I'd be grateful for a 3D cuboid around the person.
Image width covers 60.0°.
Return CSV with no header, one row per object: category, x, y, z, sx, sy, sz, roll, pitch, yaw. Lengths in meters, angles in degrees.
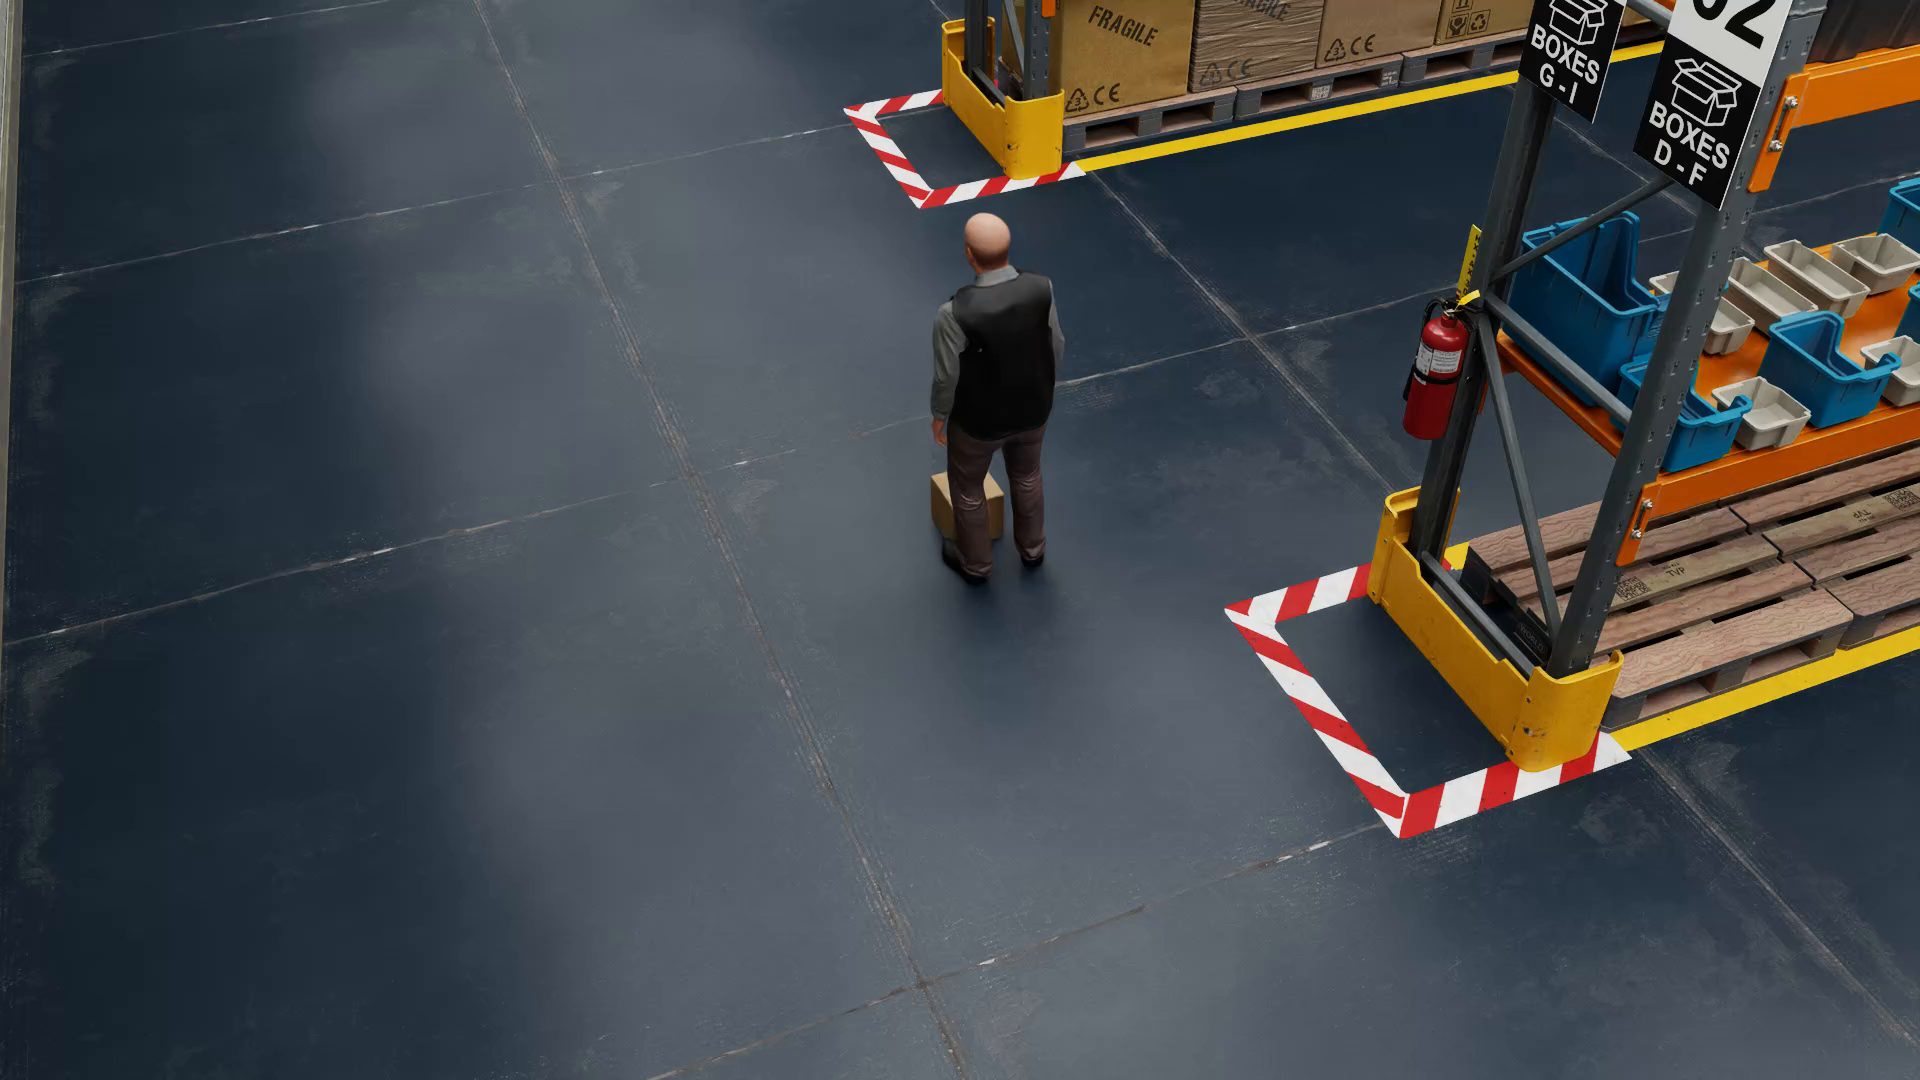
person,0.149,-0.529,6.776,0.575,1.720,0.420,-17,44,-18
